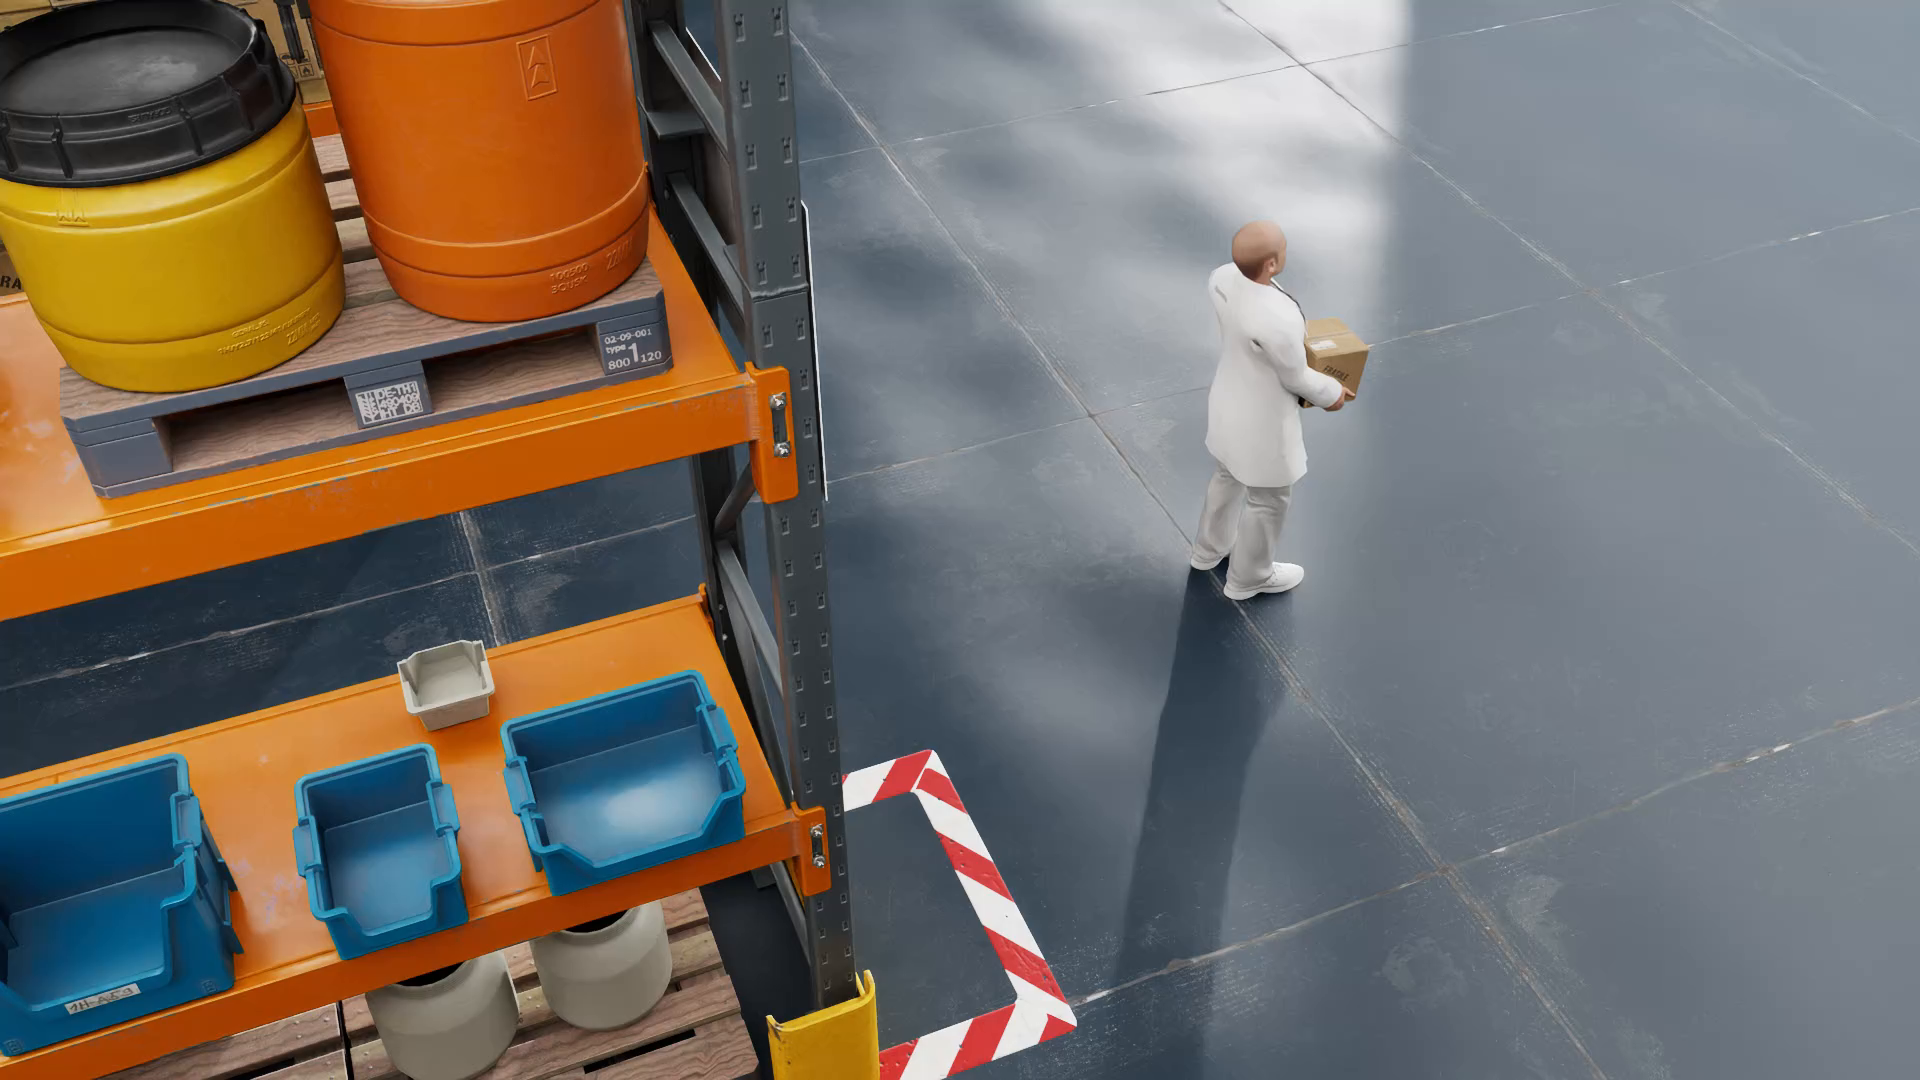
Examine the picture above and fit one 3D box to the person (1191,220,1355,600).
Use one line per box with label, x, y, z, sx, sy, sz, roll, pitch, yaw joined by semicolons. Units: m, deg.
person;1.281;-0.541;6.790;0.553;1.771;0.527;-15;43;-17
